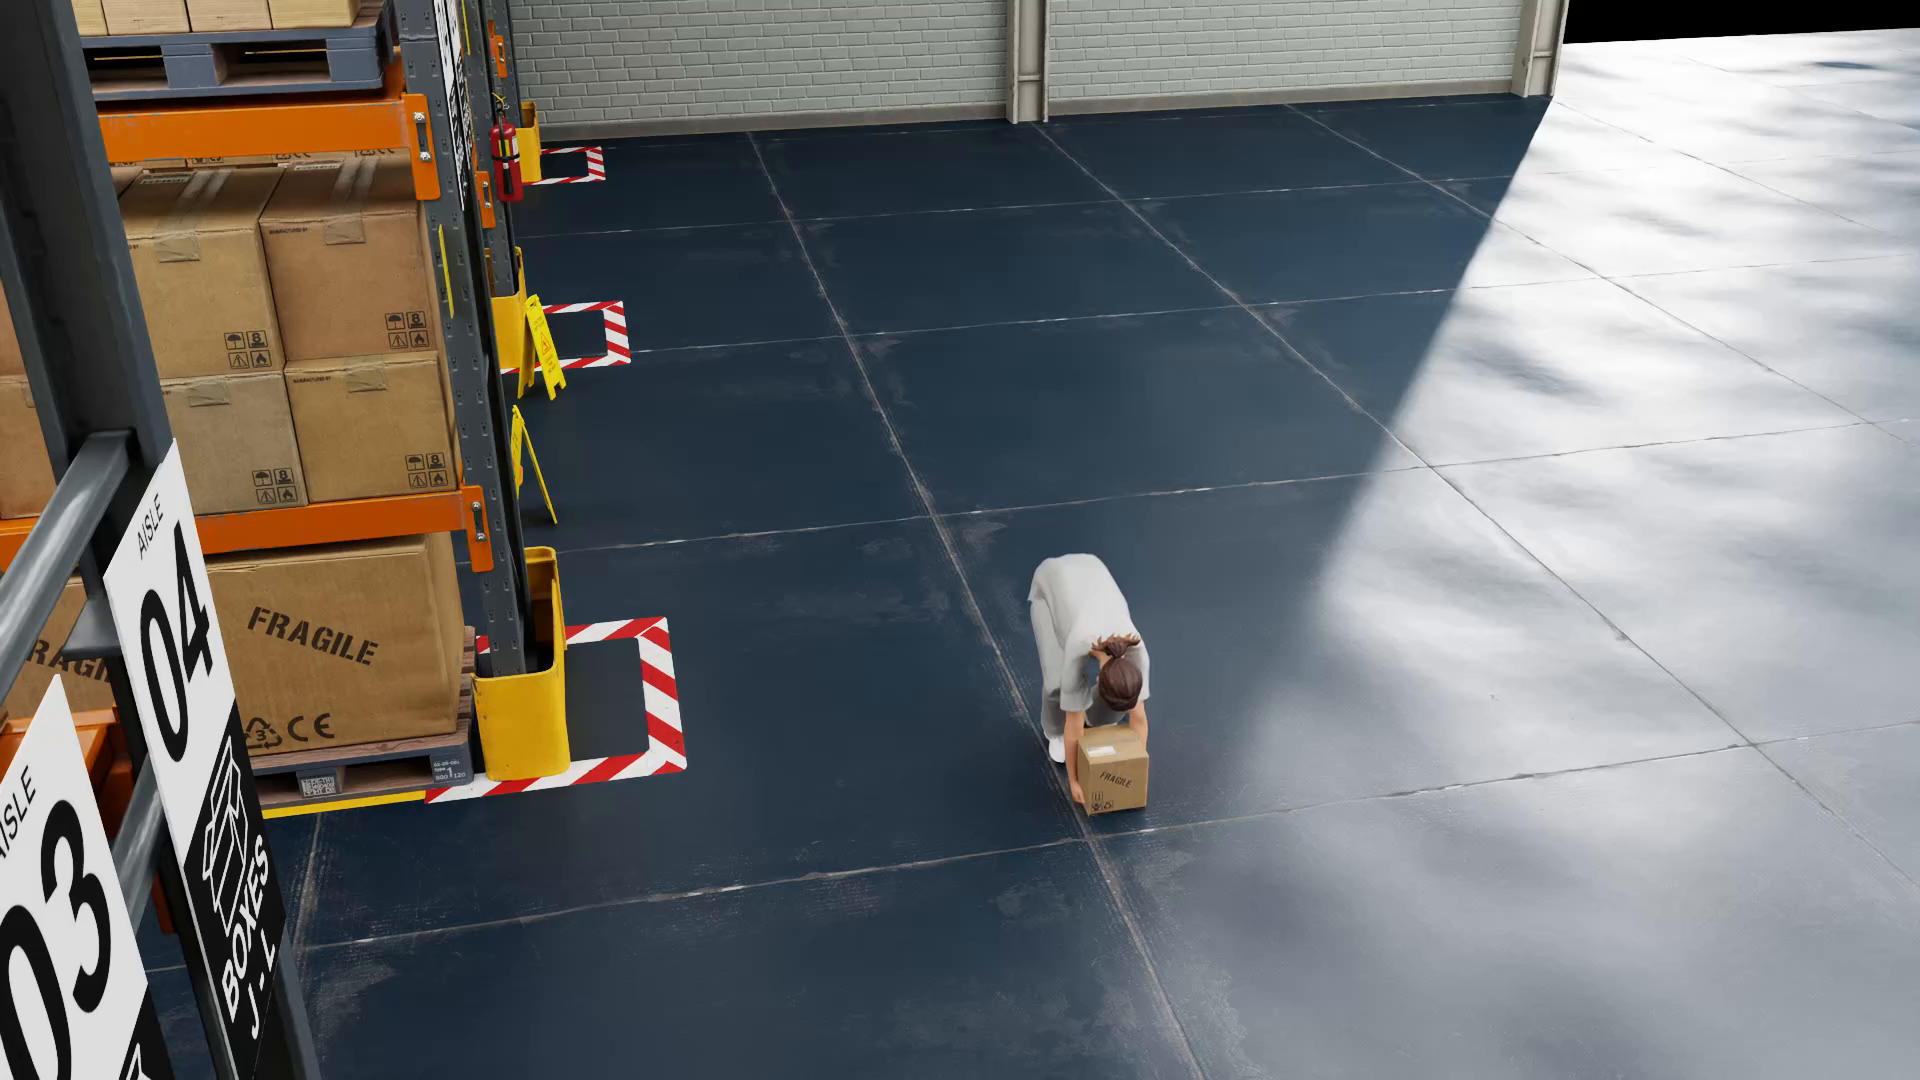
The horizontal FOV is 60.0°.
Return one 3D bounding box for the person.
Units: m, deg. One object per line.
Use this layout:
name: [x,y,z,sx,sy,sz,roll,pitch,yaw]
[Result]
person: [0.560,0.561,6.940,0.469,0.840,0.854,-7,28,-14]
